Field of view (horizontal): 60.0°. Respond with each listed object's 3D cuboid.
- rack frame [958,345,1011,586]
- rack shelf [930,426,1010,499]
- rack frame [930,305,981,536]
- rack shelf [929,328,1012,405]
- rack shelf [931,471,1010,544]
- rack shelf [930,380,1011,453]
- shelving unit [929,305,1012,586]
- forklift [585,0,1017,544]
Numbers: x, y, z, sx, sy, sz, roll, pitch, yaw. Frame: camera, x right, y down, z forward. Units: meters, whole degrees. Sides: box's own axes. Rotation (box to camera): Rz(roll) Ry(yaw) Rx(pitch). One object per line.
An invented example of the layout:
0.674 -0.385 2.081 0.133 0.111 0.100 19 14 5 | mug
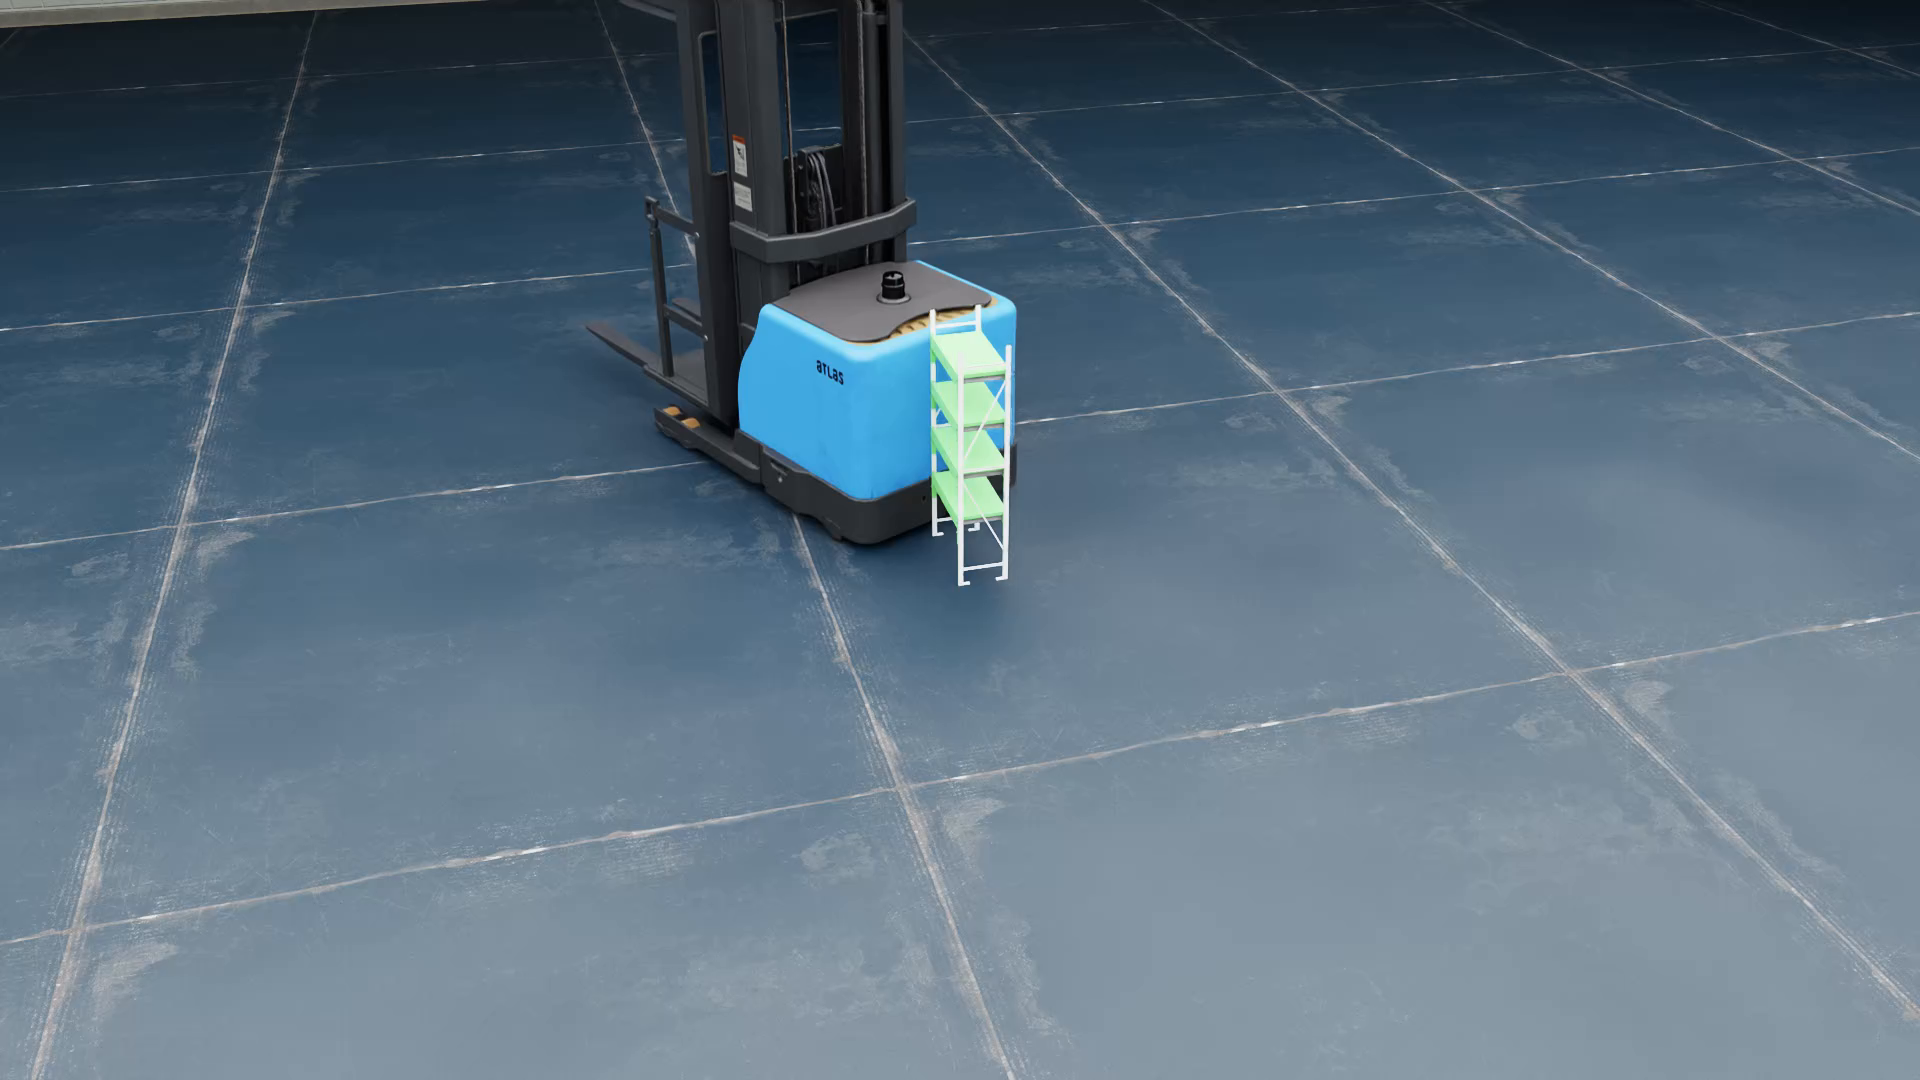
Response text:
0.109 -0.321 7.608 0.240 1.200 0.015 -8 31 -13 | rack frame
0.044 -0.384 7.843 0.258 0.148 0.480 -8 31 -13 | rack shelf
-0.021 -0.557 8.015 0.240 1.200 0.015 -8 31 -13 | rack frame
0.044 -0.799 7.603 0.258 0.148 0.480 -8 31 -13 | rack shelf
0.044 -0.176 7.964 0.258 0.148 0.480 -8 31 -13 | rack shelf
0.044 -0.592 7.723 0.258 0.148 0.480 -8 31 -13 | rack shelf
0.044 -0.439 7.811 0.258 1.200 0.503 -8 31 -13 | shelving unit
-1.042 -1.913 8.629 1.130 2.935 3.031 -23 37 -34 | forklift
